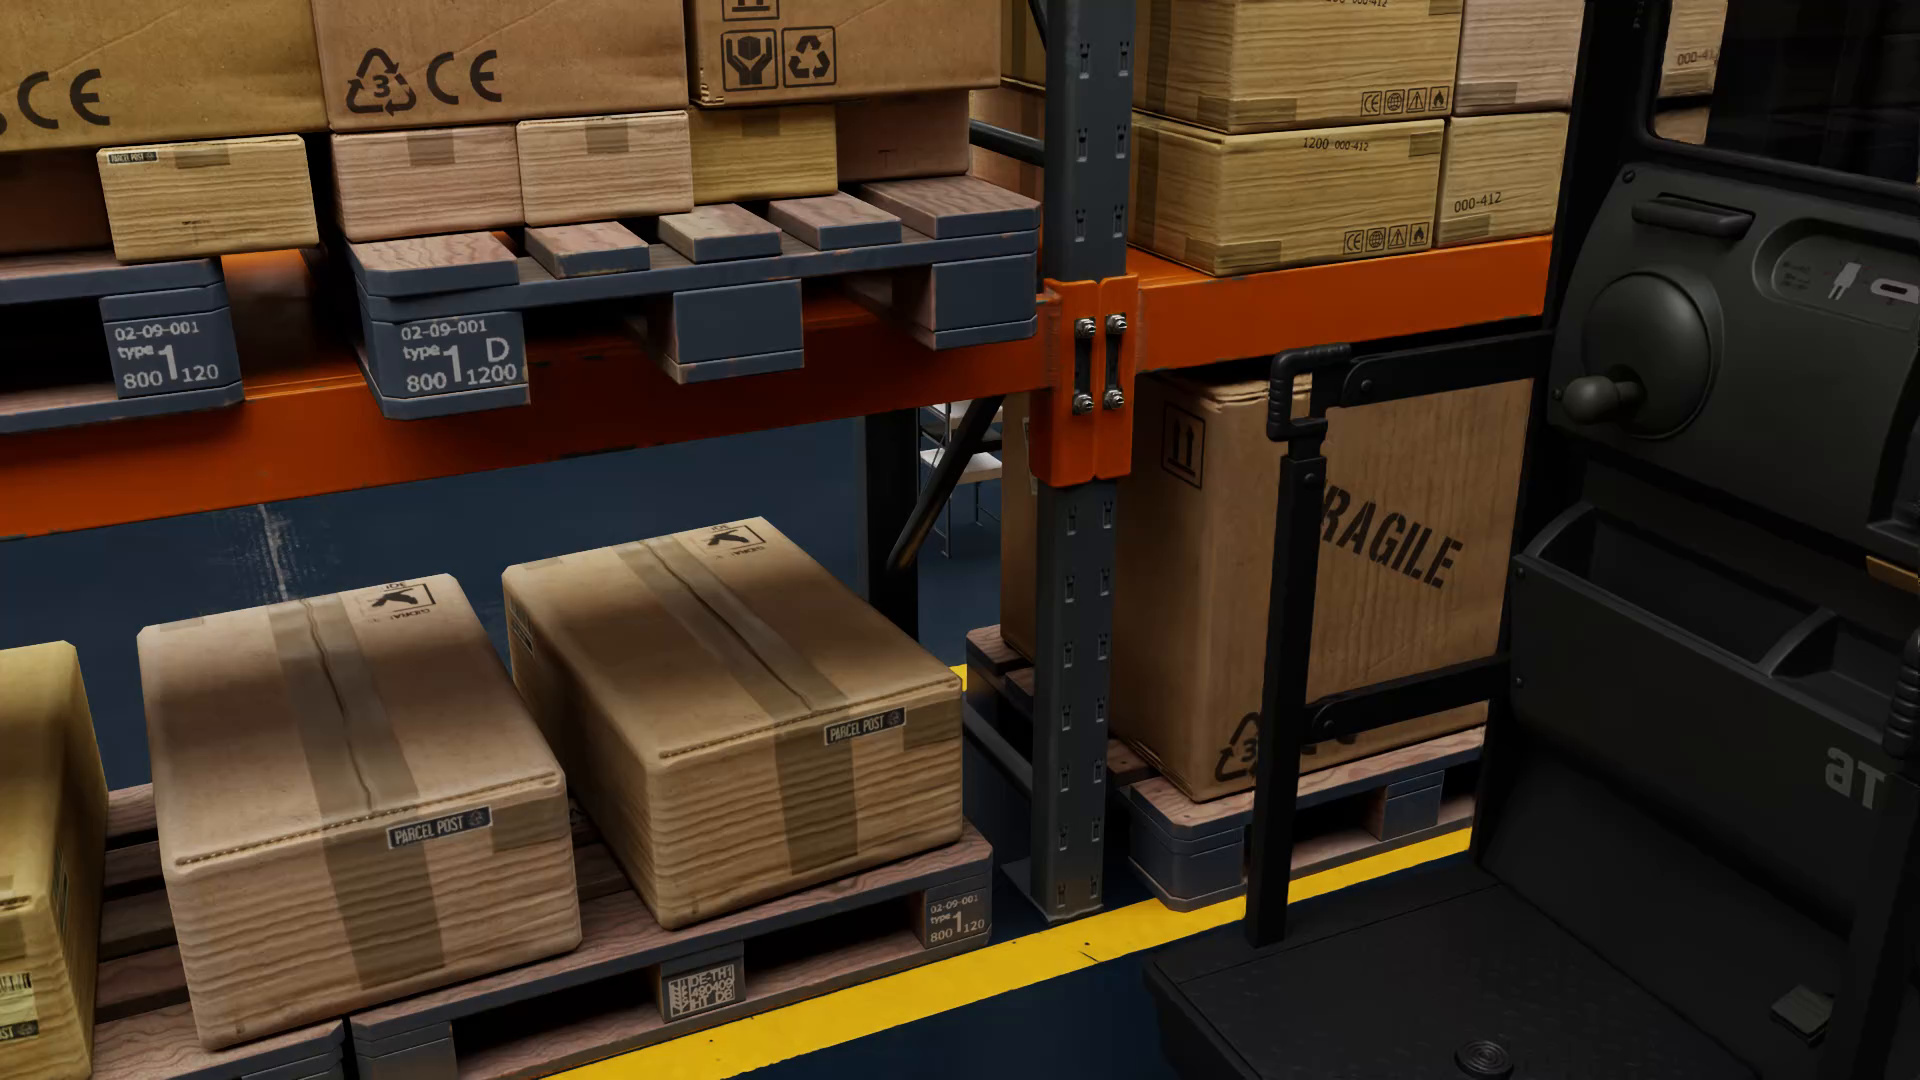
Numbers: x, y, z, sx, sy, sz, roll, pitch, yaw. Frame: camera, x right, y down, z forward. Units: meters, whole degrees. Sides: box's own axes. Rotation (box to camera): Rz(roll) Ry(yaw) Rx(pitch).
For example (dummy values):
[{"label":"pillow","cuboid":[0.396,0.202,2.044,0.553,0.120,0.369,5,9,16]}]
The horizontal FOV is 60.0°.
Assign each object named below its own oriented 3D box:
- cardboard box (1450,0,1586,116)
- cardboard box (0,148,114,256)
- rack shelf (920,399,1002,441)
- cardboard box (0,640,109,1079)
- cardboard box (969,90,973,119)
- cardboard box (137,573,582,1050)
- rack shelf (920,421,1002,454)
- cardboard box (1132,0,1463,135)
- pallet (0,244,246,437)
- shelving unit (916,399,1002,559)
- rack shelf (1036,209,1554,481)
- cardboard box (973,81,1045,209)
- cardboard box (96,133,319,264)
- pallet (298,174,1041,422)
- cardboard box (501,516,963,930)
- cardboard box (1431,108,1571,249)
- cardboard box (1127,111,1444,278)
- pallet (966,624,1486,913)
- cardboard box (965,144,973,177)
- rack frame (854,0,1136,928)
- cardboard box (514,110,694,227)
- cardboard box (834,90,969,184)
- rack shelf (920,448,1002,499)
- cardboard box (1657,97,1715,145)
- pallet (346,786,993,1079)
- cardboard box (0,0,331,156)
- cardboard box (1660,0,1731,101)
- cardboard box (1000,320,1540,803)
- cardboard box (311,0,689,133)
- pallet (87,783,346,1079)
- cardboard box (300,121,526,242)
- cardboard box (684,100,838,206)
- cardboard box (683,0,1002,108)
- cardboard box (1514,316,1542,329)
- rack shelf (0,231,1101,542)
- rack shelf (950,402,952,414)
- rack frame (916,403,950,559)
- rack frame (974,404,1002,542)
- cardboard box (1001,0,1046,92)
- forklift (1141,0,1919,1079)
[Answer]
[{"label":"cardboard box","cuboid":[1.051,-1.032,3.363,0.500,0.250,0.500,-10,24,-22]},{"label":"cardboard box","cuboid":[-1.344,-0.514,2.349,0.250,0.149,0.380,-10,25,-23]},{"label":"rack shelf","cuboid":[0.007,-0.386,5.094,0.200,0.077,0.258,-10,25,-24]},{"label":"cardboard box","cuboid":[-1.840,0.574,2.829,0.625,0.372,0.950,-10,24,-22]},{"label":"cardboard box","cuboid":[-0.114,-2.140,8.237,0.500,0.250,0.500,-12,25,-26]},{"label":"cardboard box","cuboid":[-1.154,0.450,3.128,0.625,0.372,0.950,-11,25,-25]},{"label":"rack shelf","cuboid":[0.007,-0.303,5.128,0.200,0.077,0.258,-10,25,-24]},{"label":"cardboard box","cuboid":[0.584,-0.946,3.157,0.500,0.250,0.500,-11,25,-24]},{"label":"pallet","cuboid":[-1.745,-0.355,2.435,1.213,0.211,1.003,-10,25,-24]},{"label":"shelving unit","cuboid":[0.007,-0.417,5.081,0.210,0.900,0.258,-10,25,-24]},{"label":"rack shelf","cuboid":[1.823,-0.785,4.165,4.000,0.370,1.077,-10,25,-24]},{"label":"cardboard box","cuboid":[0.364,-0.890,3.674,0.500,0.250,0.500,-11,25,-25]},{"label":"cardboard box","cuboid":[-1.063,-0.512,2.344,0.250,0.149,0.380,-10,24,-23]},{"label":"pallet","cuboid":[-0.575,-0.542,2.889,1.003,0.211,1.213,-10,25,-24]},{"label":"cardboard box","cuboid":[-0.493,0.325,3.430,0.625,0.372,0.950,-12,25,-27]},{"label":"cardboard box","cuboid":[1.026,-0.802,3.462,0.500,0.250,0.500,-11,25,-25]},{"label":"cardboard box","cuboid":[0.571,-0.711,3.241,0.500,0.250,0.500,-11,25,-25]},{"label":"pallet","cuboid":[0.764,0.398,4.013,1.213,0.211,1.003,-10,25,-24]},{"label":"cardboard box","cuboid":[-0.097,-1.799,8.394,0.500,0.500,0.500,-11,25,-25]},{"label":"rack frame","cuboid":[0.021,-0.786,3.226,0.127,3.000,1.000,-10,25,-24]},{"label":"cardboard box","cuboid":[-0.590,-0.602,2.561,0.250,0.149,0.380,-11,25,-24]},{"label":"cardboard box","cuboid":[-0.173,-0.728,2.867,0.250,0.149,0.380,-9,24,-22]},{"label":"rack shelf","cuboid":[0.007,-0.220,5.163,0.200,0.077,0.258,-10,25,-24]},{"label":"cardboard box","cuboid":[1.501,-0.887,3.667,0.500,0.250,0.500,-10,24,-22]},{"label":"pallet","cuboid":[-0.684,0.632,3.448,1.213,0.211,1.003,-10,25,-24]},{"label":"cardboard box","cuboid":[-1.184,-0.818,2.237,0.500,0.500,0.500,-12,25,-27]},{"label":"cardboard box","cuboid":[1.505,-1.110,3.552,0.500,0.250,0.500,-11,25,-24]},{"label":"cardboard box","cuboid":[0.679,-0.084,3.760,0.875,0.875,0.875,-11,25,-24]},{"label":"cardboard box","cuboid":[-0.729,-0.903,2.440,0.500,0.500,0.500,-11,25,-24]},{"label":"pallet","cuboid":[-1.782,0.833,2.962,1.213,0.211,1.003,-10,25,-24]},{"label":"cardboard box","cuboid":[-0.821,-0.563,2.466,0.250,0.149,0.380,-12,25,-26]},{"label":"cardboard box","cuboid":[-0.383,-0.659,2.699,0.250,0.149,0.380,-10,25,-23]},{"label":"cardboard box","cuboid":[-0.268,-0.992,2.656,0.500,0.500,0.500,-11,25,-25]},{"label":"cardboard box","cuboid":[1.485,-0.230,4.114,0.875,0.875,0.875,-10,25,-23]},{"label":"rack shelf","cuboid":[-1.781,-0.122,2.562,4.000,0.370,1.077,-10,25,-24]},{"label":"rack shelf","cuboid":[0.007,-0.469,5.059,0.200,0.077,0.258,-10,25,-24]},{"label":"rack frame","cuboid":[-0.084,-0.400,5.040,0.006,0.900,0.240,-10,25,-24]},{"label":"rack frame","cuboid":[0.099,-0.434,5.122,0.006,0.900,0.240,-10,25,-24]},{"label":"cardboard box","cuboid":[0.347,-1.115,3.565,0.500,0.250,0.500,-11,25,-24]},{"label":"forklift","cuboid":[0.946,-0.238,1.993,3.031,2.935,1.130,-10,25,-23]}]
